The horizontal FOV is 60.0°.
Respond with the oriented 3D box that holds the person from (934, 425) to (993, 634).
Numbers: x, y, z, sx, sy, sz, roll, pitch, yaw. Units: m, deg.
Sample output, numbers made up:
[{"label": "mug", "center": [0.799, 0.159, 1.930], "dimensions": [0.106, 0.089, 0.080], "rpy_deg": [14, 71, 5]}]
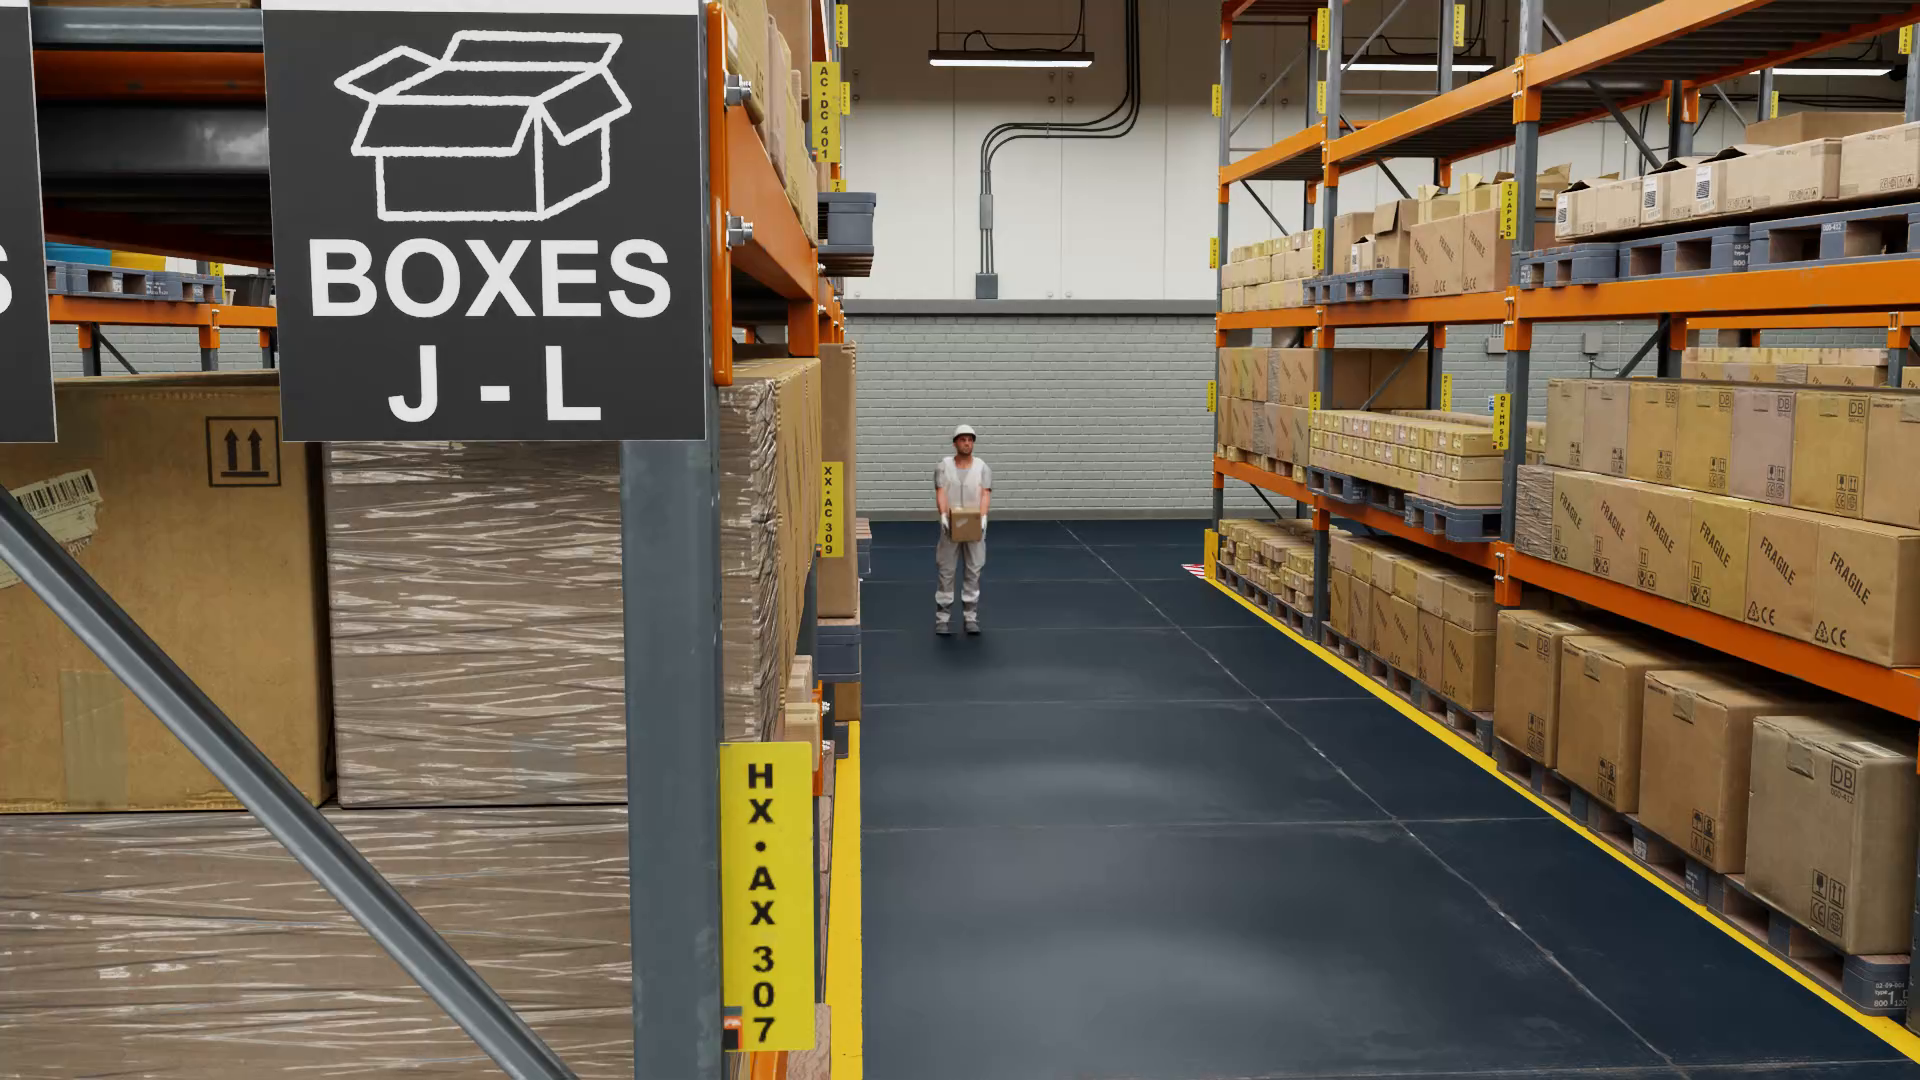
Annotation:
[{"label": "person", "center": [0.028, -0.088, 14.358], "dimensions": [0.525, 1.793, 0.542], "rpy_deg": [0, 7, -4]}]
